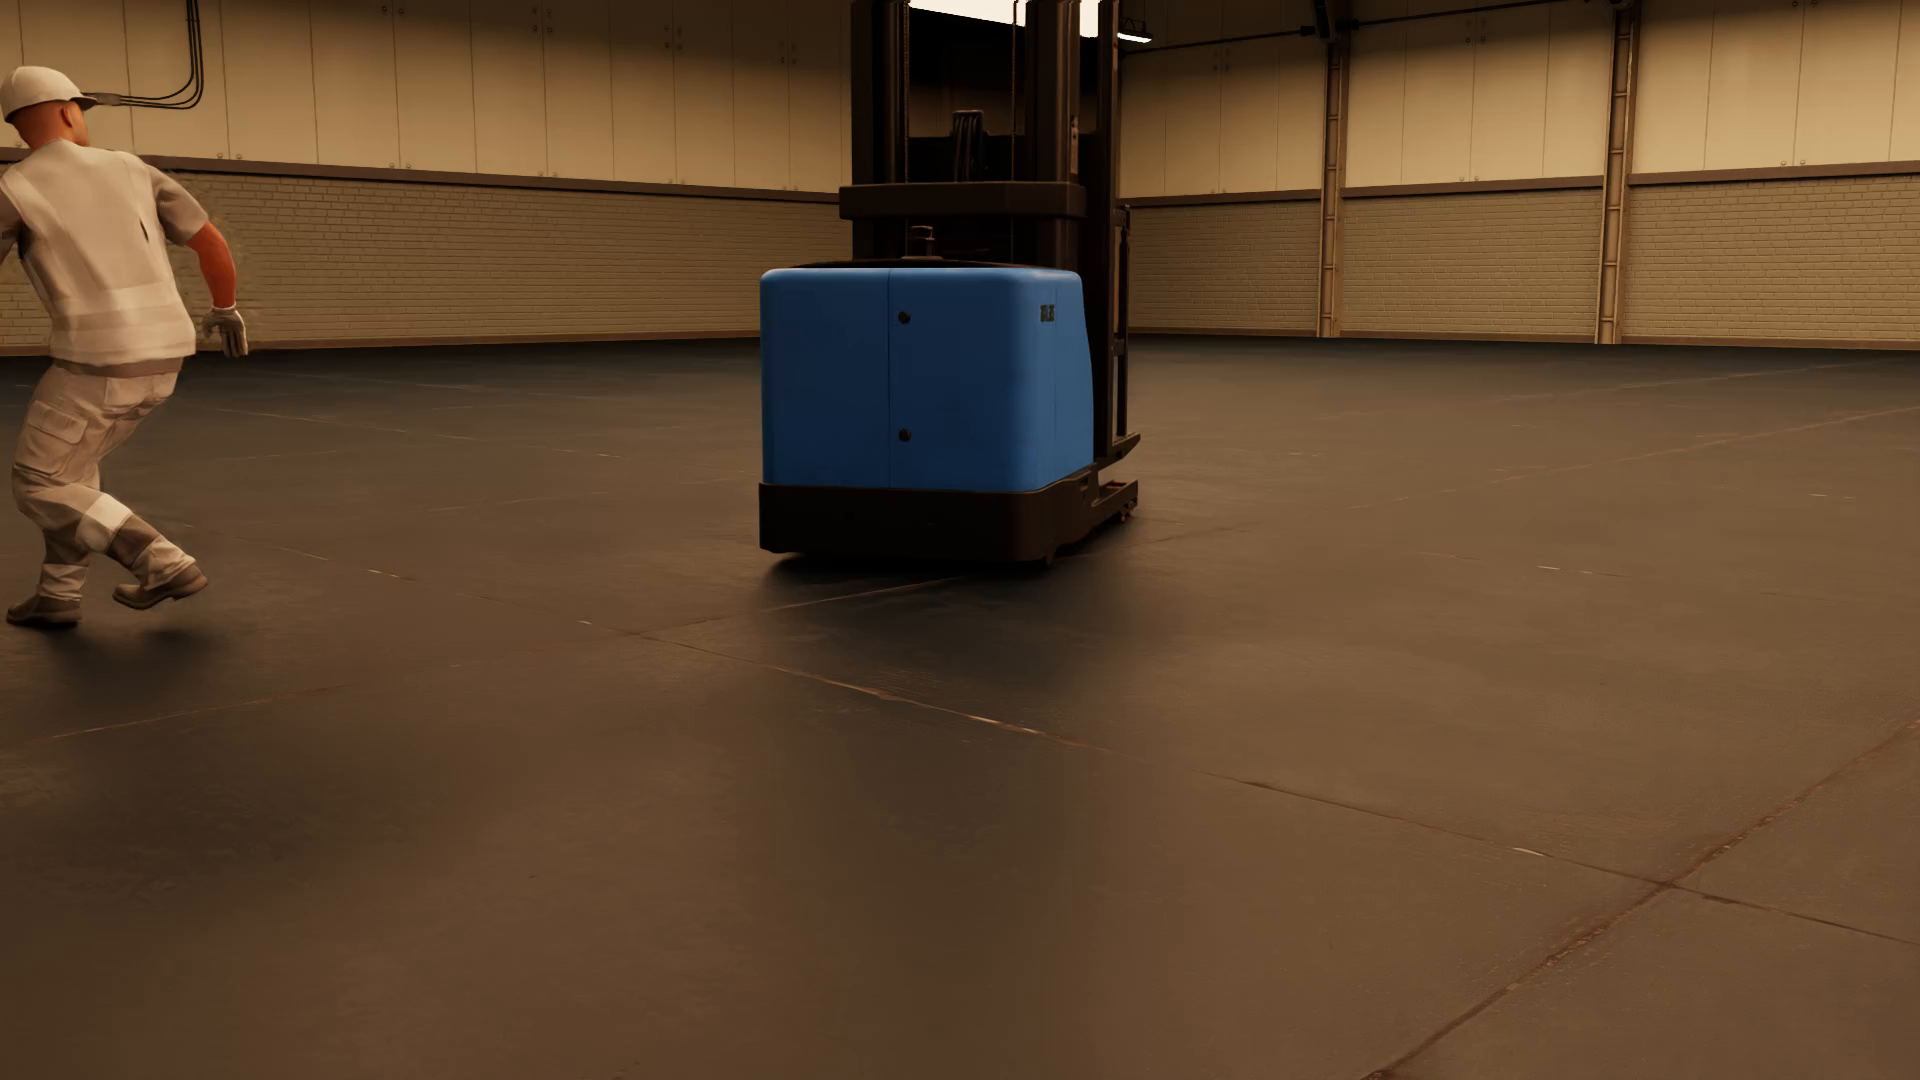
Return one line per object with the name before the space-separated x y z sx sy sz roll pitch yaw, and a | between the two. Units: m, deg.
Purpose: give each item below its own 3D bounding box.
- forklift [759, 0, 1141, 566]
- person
forklift | 0.169 -1.537 7.079 1.130 2.935 3.031 2 9 16
person | -2.676 -0.573 4.988 0.841 1.647 0.889 4 10 26
